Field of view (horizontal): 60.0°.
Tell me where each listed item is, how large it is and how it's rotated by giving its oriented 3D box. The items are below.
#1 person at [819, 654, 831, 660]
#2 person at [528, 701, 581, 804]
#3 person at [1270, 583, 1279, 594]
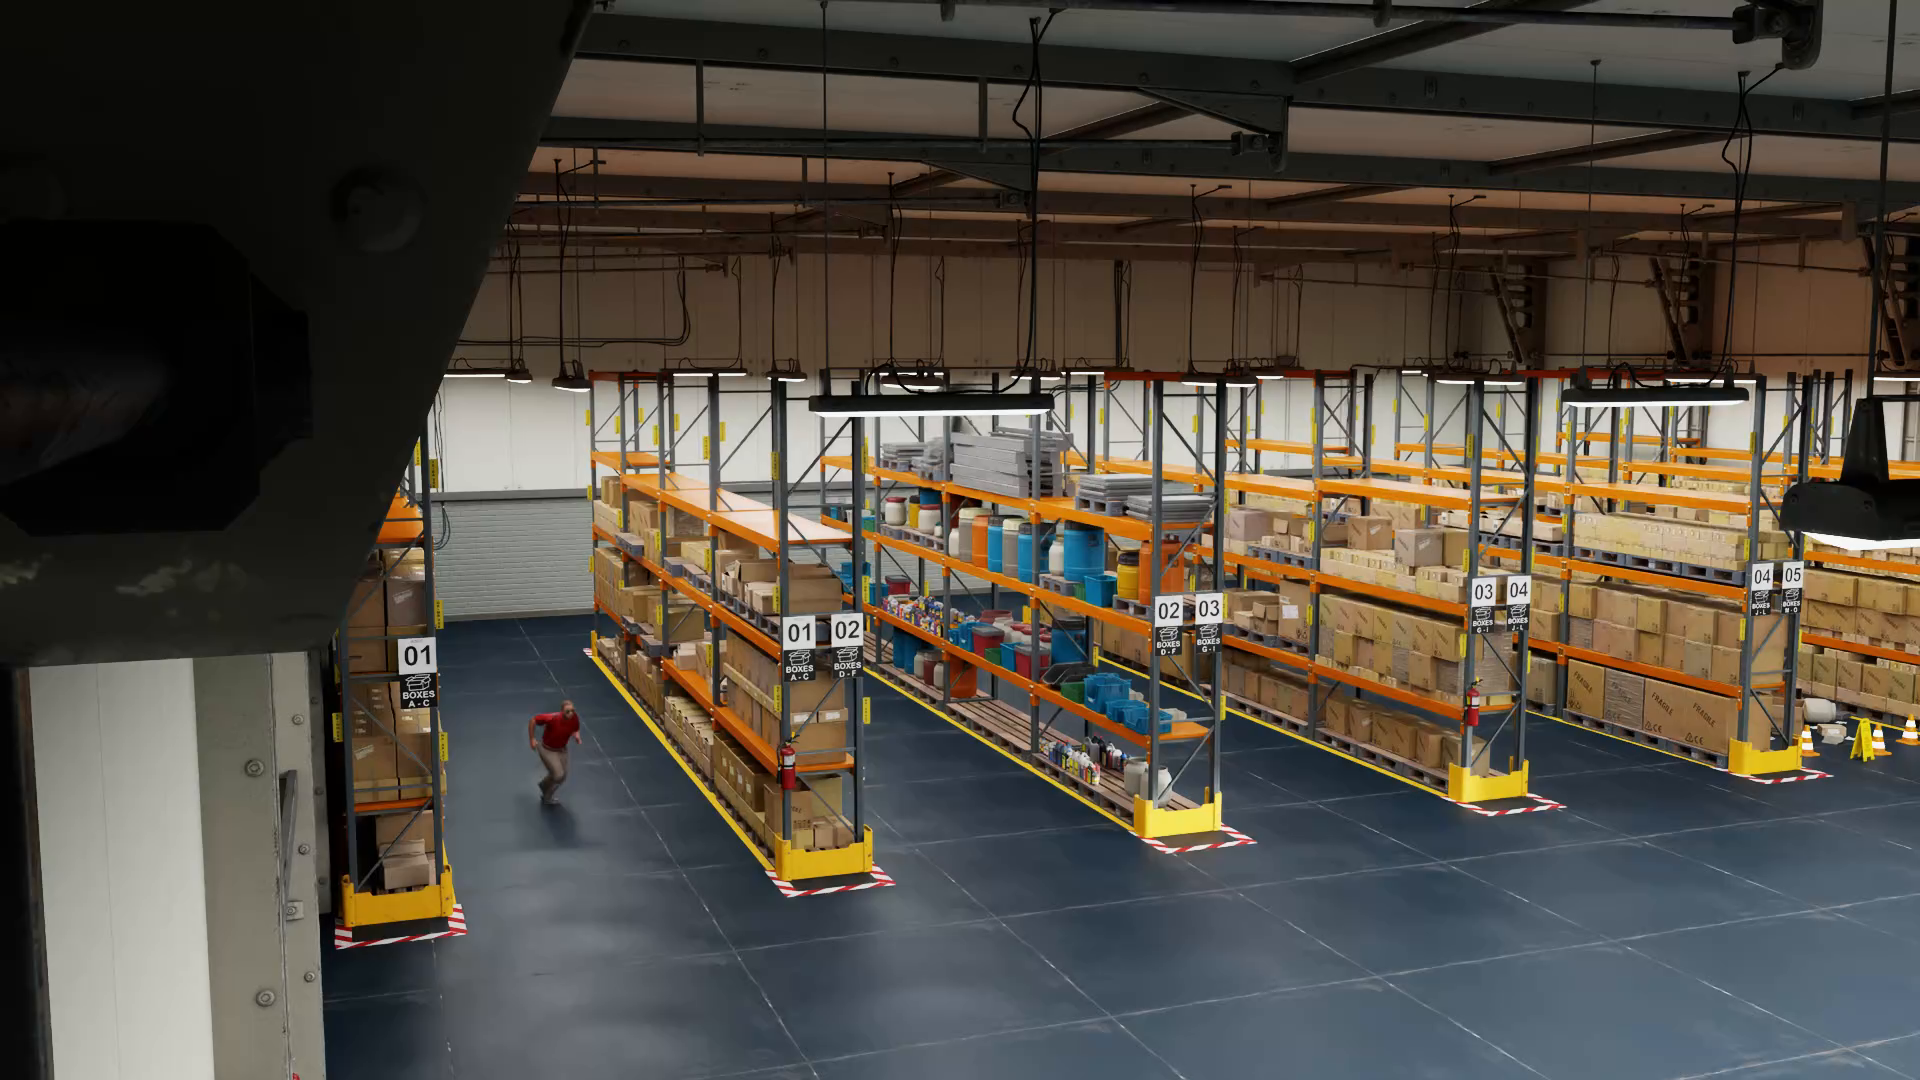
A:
[{"bbox_3d":[-2.485,2.281,28.923,0.561,1.610,0.573,-3,7,-24],"label":"person"},{"bbox_3d":[-5.646,2.980,23.198,0.892,1.548,0.694,6,8,41],"label":"person"},{"bbox_3d":[7.935,0.911,40.928,0.593,1.715,0.714,5,8,36],"label":"person"}]
